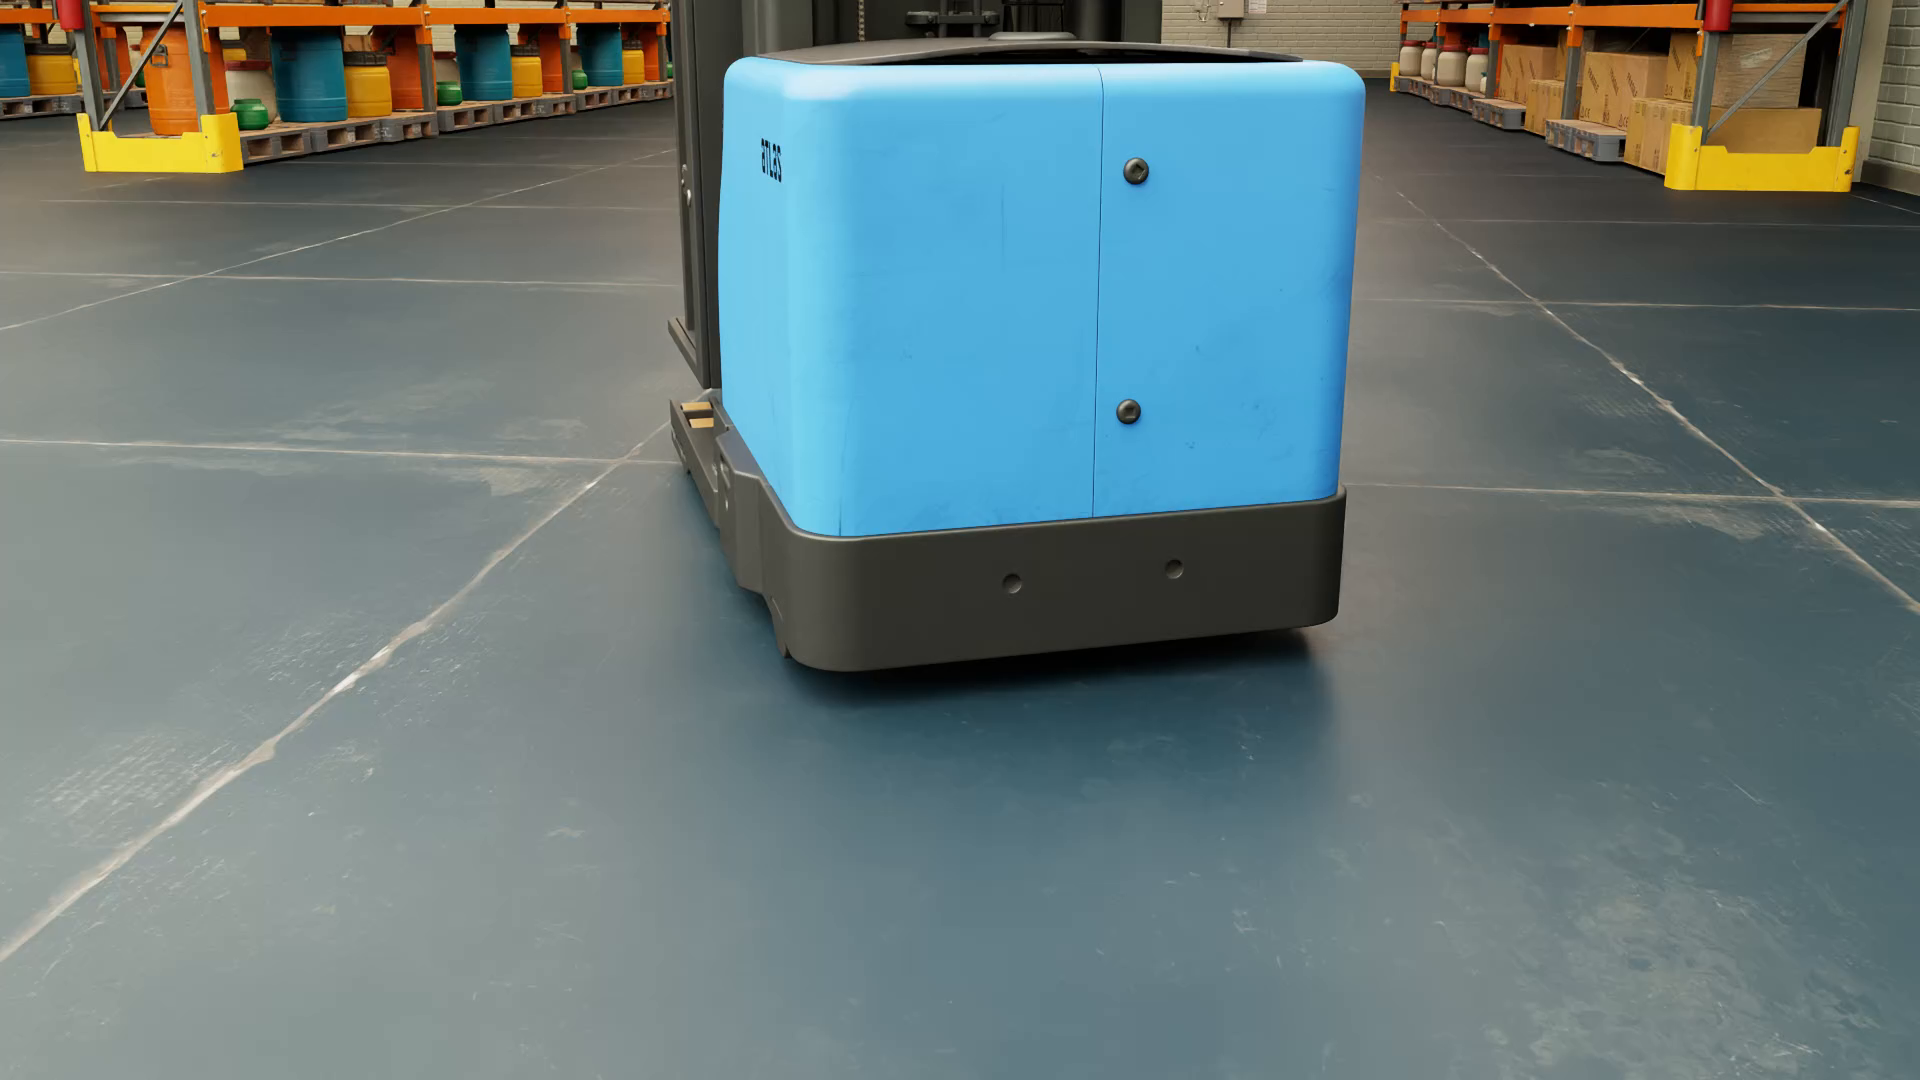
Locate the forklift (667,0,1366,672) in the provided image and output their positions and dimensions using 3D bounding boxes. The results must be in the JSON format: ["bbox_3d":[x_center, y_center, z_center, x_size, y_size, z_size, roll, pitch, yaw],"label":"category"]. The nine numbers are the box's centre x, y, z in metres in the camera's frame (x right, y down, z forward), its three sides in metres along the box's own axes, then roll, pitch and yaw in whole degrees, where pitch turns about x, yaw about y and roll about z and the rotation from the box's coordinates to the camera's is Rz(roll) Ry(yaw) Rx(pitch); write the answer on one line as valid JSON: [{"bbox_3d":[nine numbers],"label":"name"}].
[{"bbox_3d":[-0.159,-1.575,3.946,1.130,2.935,3.031,-5,18,-14],"label":"forklift"}]
